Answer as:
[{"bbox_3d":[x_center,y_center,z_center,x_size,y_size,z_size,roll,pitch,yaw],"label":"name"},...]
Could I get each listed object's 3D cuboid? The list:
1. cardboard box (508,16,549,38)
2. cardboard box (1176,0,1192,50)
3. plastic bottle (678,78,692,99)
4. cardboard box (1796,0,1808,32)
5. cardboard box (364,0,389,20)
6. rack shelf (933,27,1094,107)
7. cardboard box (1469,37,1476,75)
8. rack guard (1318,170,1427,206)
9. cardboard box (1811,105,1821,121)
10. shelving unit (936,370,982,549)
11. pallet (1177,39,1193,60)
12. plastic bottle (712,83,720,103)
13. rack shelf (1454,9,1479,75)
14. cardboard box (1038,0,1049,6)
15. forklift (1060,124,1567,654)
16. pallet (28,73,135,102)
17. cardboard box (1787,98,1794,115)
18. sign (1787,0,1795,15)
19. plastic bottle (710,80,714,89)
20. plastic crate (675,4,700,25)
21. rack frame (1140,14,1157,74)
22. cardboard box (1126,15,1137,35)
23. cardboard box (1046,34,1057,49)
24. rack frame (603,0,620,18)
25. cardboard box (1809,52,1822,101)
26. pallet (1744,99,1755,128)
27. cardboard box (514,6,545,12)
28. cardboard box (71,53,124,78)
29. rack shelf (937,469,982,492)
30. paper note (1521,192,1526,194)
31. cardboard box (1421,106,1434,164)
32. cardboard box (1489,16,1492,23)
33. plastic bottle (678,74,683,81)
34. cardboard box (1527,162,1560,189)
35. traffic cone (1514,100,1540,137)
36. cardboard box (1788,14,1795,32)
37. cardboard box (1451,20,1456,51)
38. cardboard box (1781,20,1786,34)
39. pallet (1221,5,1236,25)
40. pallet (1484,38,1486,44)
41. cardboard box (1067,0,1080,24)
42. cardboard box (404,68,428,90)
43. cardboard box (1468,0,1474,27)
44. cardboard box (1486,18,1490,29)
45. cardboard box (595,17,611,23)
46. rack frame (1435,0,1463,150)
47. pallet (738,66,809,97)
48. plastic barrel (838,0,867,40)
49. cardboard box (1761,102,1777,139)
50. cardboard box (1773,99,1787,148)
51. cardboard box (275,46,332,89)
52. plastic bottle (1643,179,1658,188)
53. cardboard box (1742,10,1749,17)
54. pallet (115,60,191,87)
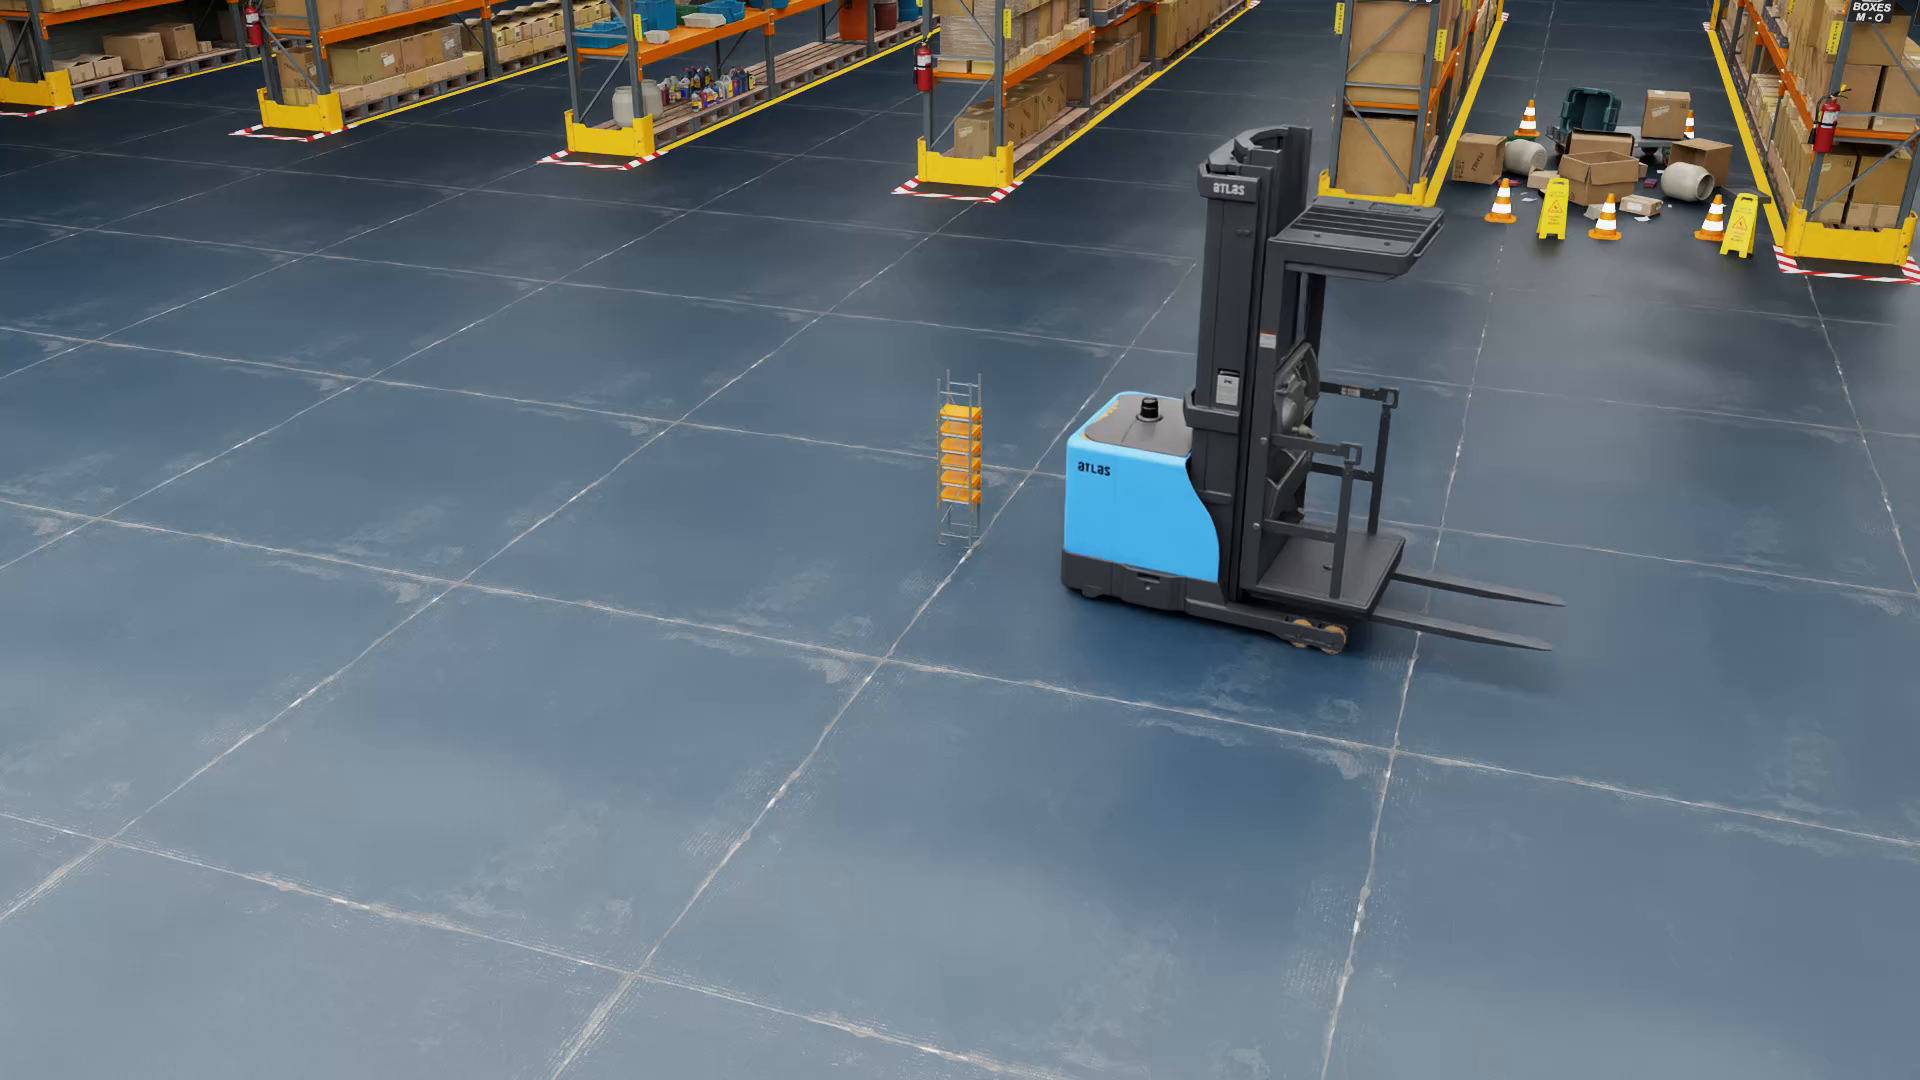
[{"bbox_3d":[-7.253,-8.618,27.860,0.500,0.311,0.500,8,27,16],"label":"cardboard box"},{"bbox_3d":[3.257,-8.947,28.466,1.225,0.875,0.875,9,27,18],"label":"cardboard box"},{"bbox_3d":[-4.014,-6.580,24.242,0.152,0.276,0.135,9,27,17],"label":"plastic bottle"},{"bbox_3d":[9.984,-6.058,18.939,0.700,0.500,0.500,8,27,16],"label":"cardboard box"},{"bbox_3d":[-8.791,-7.873,24.178,0.700,0.500,0.500,9,27,18],"label":"cardboard box"},{"bbox_3d":[0.707,-6.279,21.825,1.077,0.370,4.000,9,27,17],"label":"rack shelf"},{"bbox_3d":[7.823,-7.625,26.167,0.500,0.500,0.500,8,27,15],"label":"cardboard box"},{"bbox_3d":[4.677,-3.885,18.924,1.175,0.500,0.348,9,27,17],"label":"rack guard"},{"bbox_3d":[9.289,-4.535,17.687,0.380,0.149,0.250,8,27,17],"label":"cardboard box"},{"bbox_3d":[-0.005,-0.534,11.200,0.258,1.200,0.189,9,27,17],"label":"shelving unit"},{"bbox_3d":[3.445,-8.626,29.047,1.003,0.211,1.213,9,27,17],"label":"pallet"},{"bbox_3d":[-3.517,-6.434,23.946,0.097,0.271,0.097,0,26,0],"label":"plastic bottle"},{"bbox_3d":[6.682,-7.162,23.649,1.077,0.370,4.000,9,27,17],"label":"rack shelf"},{"bbox_3d":[0.819,-7.006,20.898,0.500,0.500,0.500,9,27,17],"label":"cardboard box"},{"bbox_3d":[2.209,-0.895,9.958,3.031,2.935,1.130,12,28,23],"label":"forklift"},{"bbox_3d":[-13.643,-7.040,25.772,1.003,0.211,1.213,9,27,17],"label":"pallet"},{"bbox_3d":[9.999,-5.111,19.656,0.380,0.149,0.250,10,28,19],"label":"cardboard box"},{"bbox_3d":[10.193,-6.587,20.308,0.100,0.325,0.005,9,27,17],"label":"sign"},{"bbox_3d":[-3.570,-6.549,24.170,0.061,0.283,0.133,9,27,17],"label":"plastic bottle"},{"bbox_3d":[-4.016,-7.530,23.828,0.450,0.188,0.662,9,27,17],"label":"plastic crate"},{"bbox_3d":[2.704,-9.068,26.761,1.000,3.000,0.127,9,27,17],"label":"rack frame"},{"bbox_3d":[2.509,-8.199,26.468,0.500,0.250,0.500,10,28,20],"label":"cardboard box"},{"bbox_3d":[1.065,-6.566,21.881,0.380,0.149,0.250,9,27,17],"label":"cardboard box"},{"bbox_3d":[-6.637,-10.506,29.731,1.000,3.000,0.127,9,27,17],"label":"rack frame"},{"bbox_3d":[9.478,-4.991,17.883,0.500,0.500,0.500,9,27,18],"label":"cardboard box"},{"bbox_3d":[11.787,-6.055,23.737,1.003,0.211,1.213,9,27,17],"label":"pallet"},{"bbox_3d":[-7.427,-9.111,28.879,0.500,0.311,0.500,8,27,16],"label":"cardboard box"},{"bbox_3d":[-13.467,-7.429,25.956,0.500,0.311,0.500,11,28,22],"label":"cardboard box"},{"bbox_3d":[-0.005,-0.386,11.271,0.258,0.103,0.180,9,27,17],"label":"rack shelf"},{"bbox_3d":[6.825,-4.196,20.128,0.123,0.001,0.032,-20,33,-36],"label":"paper note"},{"bbox_3d":[5.444,-5.277,20.887,0.875,0.875,0.875,9,27,18],"label":"cardboard box"},{"bbox_3d":[9.666,-9.711,30.878,0.380,0.149,0.250,9,27,18],"label":"cardboard box"},{"bbox_3d":[-4.115,-6.707,24.497,0.061,0.283,0.133,10,28,20],"label":"plastic bottle"},{"bbox_3d":[7.181,-4.460,20.380,0.396,0.266,0.258,14,29,26],"label":"cardboard box"},{"bbox_3d":[7.886,-5.854,23.033,0.336,0.463,0.334,9,27,17],"label":"traffic cone"},{"bbox_3d":[10.655,-6.578,20.680,0.500,0.500,0.500,8,27,16],"label":"cardboard box"},{"bbox_3d":[5.905,-6.578,21.445,0.875,0.550,0.550,9,27,17],"label":"cardboard box"},{"bbox_3d":[10.866,-6.637,21.546,0.380,0.149,0.250,9,27,18],"label":"cardboard box"},{"bbox_3d":[4.766,-10.261,32.424,1.003,0.211,1.213,9,27,17],"label":"pallet"},{"bbox_3d":[8.868,-8.977,29.773,1.003,0.211,1.213,9,27,17],"label":"pallet"},{"bbox_3d":[1.164,-7.427,22.916,0.875,0.500,0.500,9,27,17],"label":"cardboard box"},{"bbox_3d":[-8.410,-6.974,25.110,0.500,0.250,0.500,9,27,17],"label":"cardboard box"},{"bbox_3d":[6.950,-7.507,23.421,0.500,0.500,0.500,9,27,18],"label":"cardboard box"},{"bbox_3d":[9.101,-9.094,29.261,0.380,0.149,0.250,10,28,20],"label":"cardboard box"},{"bbox_3d":[-6.582,-9.206,29.719,0.500,0.250,0.500,9,27,19],"label":"cardboard box"},{"bbox_3d":[6.016,-6.664,21.794,1.000,3.000,0.127,9,27,17],"label":"rack frame"},{"bbox_3d":[-3.073,-7.216,26.135,1.003,0.211,1.213,9,27,17],"label":"pallet"},{"bbox_3d":[-1.820,-9.202,29.046,0.600,0.830,0.708,9,27,17],"label":"plastic barrel"},{"bbox_3d":[11.126,-5.505,21.936,0.950,0.372,0.625,11,28,21],"label":"cardboard box"},{"bbox_3d":[10.267,-5.073,20.322,0.500,0.500,0.500,10,28,20],"label":"cardboard box"},{"bbox_3d":[-9.401,-6.771,23.829,0.500,0.500,0.500,9,27,17],"label":"cardboard box"},{"bbox_3d":[8.520,-4.406,20.504,0.133,0.061,0.283,14,29,26],"label":"plastic bottle"},{"bbox_3d":[13.987,-8.921,28.915,0.875,0.438,0.875,8,27,16],"label":"cardboard box"},{"bbox_3d":[-13.235,-7.540,26.804,1.003,0.211,1.213,9,27,17],"label":"pallet"}]
